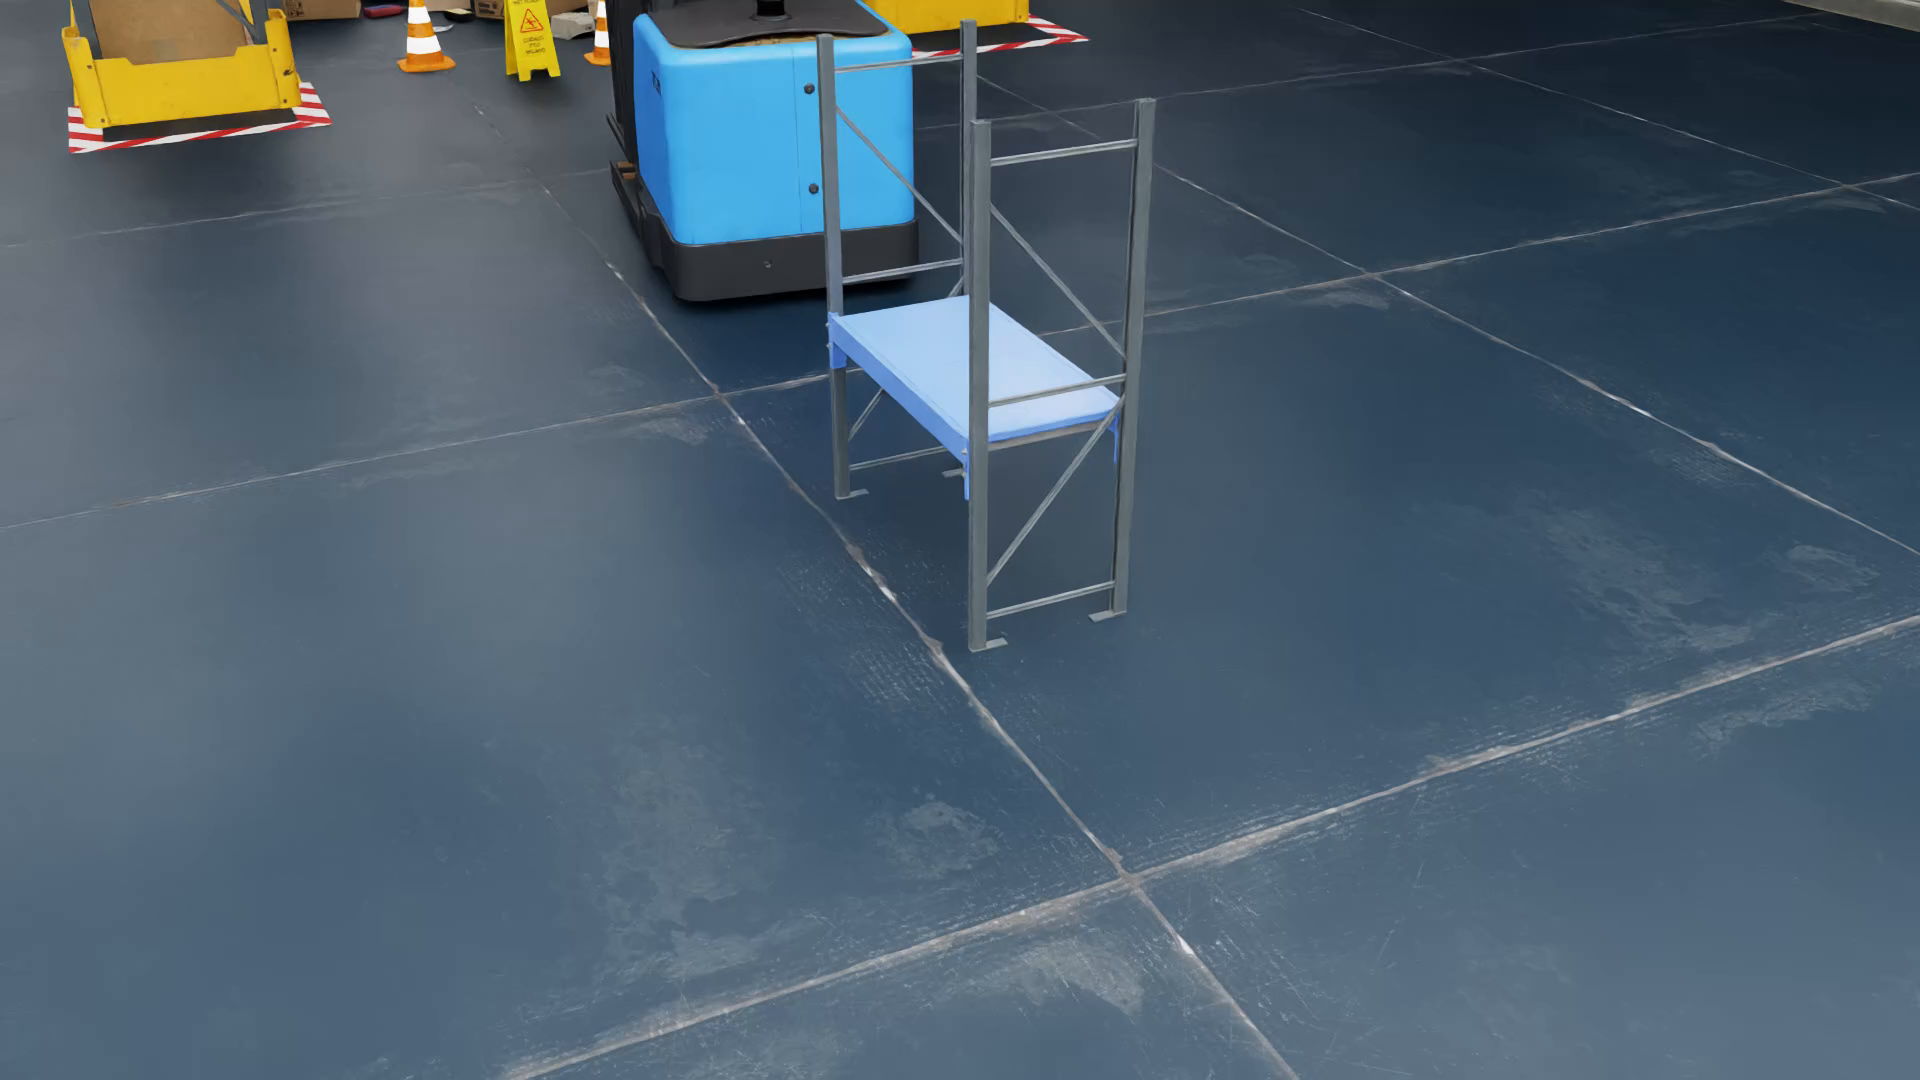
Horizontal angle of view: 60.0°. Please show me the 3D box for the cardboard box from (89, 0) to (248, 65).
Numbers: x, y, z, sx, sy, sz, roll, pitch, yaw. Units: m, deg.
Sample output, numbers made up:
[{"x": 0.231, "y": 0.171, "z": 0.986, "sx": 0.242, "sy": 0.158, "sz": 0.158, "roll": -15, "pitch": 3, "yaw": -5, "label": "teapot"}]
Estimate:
[{"x": -4.837, "y": -3.374, "z": 9.943, "sx": 0.875, "sy": 0.875, "sz": 0.875, "roll": -13, "pitch": 32, "yaw": -22, "label": "cardboard box"}]

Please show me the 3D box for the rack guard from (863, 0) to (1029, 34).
[{"x": -0.092, "y": -3.859, "z": 11.621, "sx": 1.175, "sy": 0.500, "sz": 0.348, "roll": -13, "pitch": 32, "yaw": -22, "label": "rack guard"}]

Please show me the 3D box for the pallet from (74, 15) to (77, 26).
[{"x": -5.420, "y": -3.491, "z": 11.259, "sx": 1.003, "sy": 0.211, "sz": 1.213, "roll": -13, "pitch": 32, "yaw": -22, "label": "pallet"}]

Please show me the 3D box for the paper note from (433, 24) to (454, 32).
[{"x": -3.609, "y": -3.567, "z": 11.582, "sx": 0.144, "sy": 0.017, "sz": 0.142, "roll": -3, "pitch": 29, "yaw": -5, "label": "paper note"}]

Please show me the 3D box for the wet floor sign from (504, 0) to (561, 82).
[{"x": -2.686, "y": -3.208, "z": 10.311, "sx": 0.267, "sy": 0.644, "sz": 0.232, "roll": -19, "pitch": 35, "yaw": -30, "label": "wet floor sign"}]

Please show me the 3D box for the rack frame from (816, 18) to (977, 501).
[{"x": -0.182, "y": -0.841, "z": 5.216, "sx": 0.500, "sy": 1.500, "sz": 0.032, "roll": -13, "pitch": 32, "yaw": -22, "label": "rack frame"}]

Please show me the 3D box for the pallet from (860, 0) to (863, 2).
[{"x": -0.409, "y": -4.100, "z": 12.345, "sx": 1.003, "sy": 0.211, "sz": 1.213, "roll": -13, "pitch": 32, "yaw": -22, "label": "pallet"}]

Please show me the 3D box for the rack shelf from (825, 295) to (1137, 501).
[{"x": 0.037, "y": -0.460, "z": 4.904, "sx": 0.538, "sy": 0.185, "sz": 1.000, "roll": -13, "pitch": 32, "yaw": -22, "label": "rack shelf"}]

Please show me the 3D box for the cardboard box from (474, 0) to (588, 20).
[{"x": -3.100, "y": -4.071, "z": 11.996, "sx": 0.637, "sy": 0.503, "sz": 0.797, "roll": 13, "pitch": 32, "yaw": 21, "label": "cardboard box"}]

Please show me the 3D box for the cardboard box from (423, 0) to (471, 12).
[{"x": -3.803, "y": -4.034, "z": 12.172, "sx": 0.396, "sy": 0.266, "sz": 0.258, "roll": -8, "pitch": 30, "yaw": -13, "label": "cardboard box"}]

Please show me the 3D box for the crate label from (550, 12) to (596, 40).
[{"x": -2.659, "y": -3.537, "z": 11.418, "sx": 0.298, "sy": 0.136, "sz": 0.250, "roll": 19, "pitch": 34, "yaw": 30, "label": "crate label"}]

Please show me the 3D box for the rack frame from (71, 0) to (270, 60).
[{"x": -4.487, "y": -3.832, "z": 9.017, "sx": 1.000, "sy": 3.000, "sz": 0.127, "roll": -13, "pitch": 32, "yaw": -22, "label": "rack frame"}]

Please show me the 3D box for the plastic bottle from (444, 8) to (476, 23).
[{"x": -3.593, "y": -3.751, "z": 11.877, "sx": 0.283, "sy": 0.061, "sz": 0.133, "roll": 26, "pitch": 38, "yaw": 38, "label": "plastic bottle"}]

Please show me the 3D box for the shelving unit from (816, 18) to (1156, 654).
[{"x": 0.037, "y": -0.616, "z": 4.816, "sx": 0.538, "sy": 1.500, "sz": 1.048, "roll": -13, "pitch": 32, "yaw": -22, "label": "shelving unit"}]

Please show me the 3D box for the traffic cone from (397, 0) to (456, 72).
[{"x": -3.432, "y": -3.258, "z": 10.587, "sx": 0.336, "sy": 0.463, "sz": 0.334, "roll": -13, "pitch": 32, "yaw": -22, "label": "traffic cone"}]

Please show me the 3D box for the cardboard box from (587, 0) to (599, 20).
[{"x": -2.446, "y": -3.827, "z": 11.923, "sx": 0.380, "sy": 0.149, "sz": 0.250, "roll": 2, "pitch": 29, "yaw": 4, "label": "cardboard box"}]

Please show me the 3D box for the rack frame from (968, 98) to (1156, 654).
[{"x": 0.255, "y": -0.392, "z": 4.416, "sx": 0.500, "sy": 1.500, "sz": 0.032, "roll": -13, "pitch": 32, "yaw": -22, "label": "rack frame"}]

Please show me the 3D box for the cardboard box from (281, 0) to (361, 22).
[{"x": -4.611, "y": -4.039, "z": 11.940, "sx": 0.500, "sy": 0.500, "sz": 0.500, "roll": -8, "pitch": 30, "yaw": -13, "label": "cardboard box"}]

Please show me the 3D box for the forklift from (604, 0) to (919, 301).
[{"x": -1.114, "y": -2.968, "z": 7.547, "sx": 1.130, "sy": 2.935, "sz": 3.031, "roll": -9, "pitch": 31, "yaw": -16, "label": "forklift"}]

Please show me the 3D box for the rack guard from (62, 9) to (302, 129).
[{"x": -4.476, "y": -2.731, "z": 9.609, "sx": 1.175, "sy": 0.500, "sz": 0.348, "roll": -13, "pitch": 32, "yaw": -22, "label": "rack guard"}]

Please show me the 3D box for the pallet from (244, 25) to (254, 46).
[{"x": -4.901, "y": -2.952, "z": 10.299, "sx": 1.003, "sy": 0.211, "sz": 1.213, "roll": -13, "pitch": 32, "yaw": -22, "label": "pallet"}]

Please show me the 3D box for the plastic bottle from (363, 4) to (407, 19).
[{"x": -4.146, "y": -3.821, "z": 12.001, "sx": 0.133, "sy": 0.061, "sz": 0.283, "roll": 26, "pitch": 38, "yaw": 38, "label": "plastic bottle"}]

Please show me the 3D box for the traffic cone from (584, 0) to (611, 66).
[{"x": -2.266, "y": -3.345, "z": 10.743, "sx": 0.336, "sy": 0.463, "sz": 0.334, "roll": -13, "pitch": 32, "yaw": -22, "label": "traffic cone"}]
